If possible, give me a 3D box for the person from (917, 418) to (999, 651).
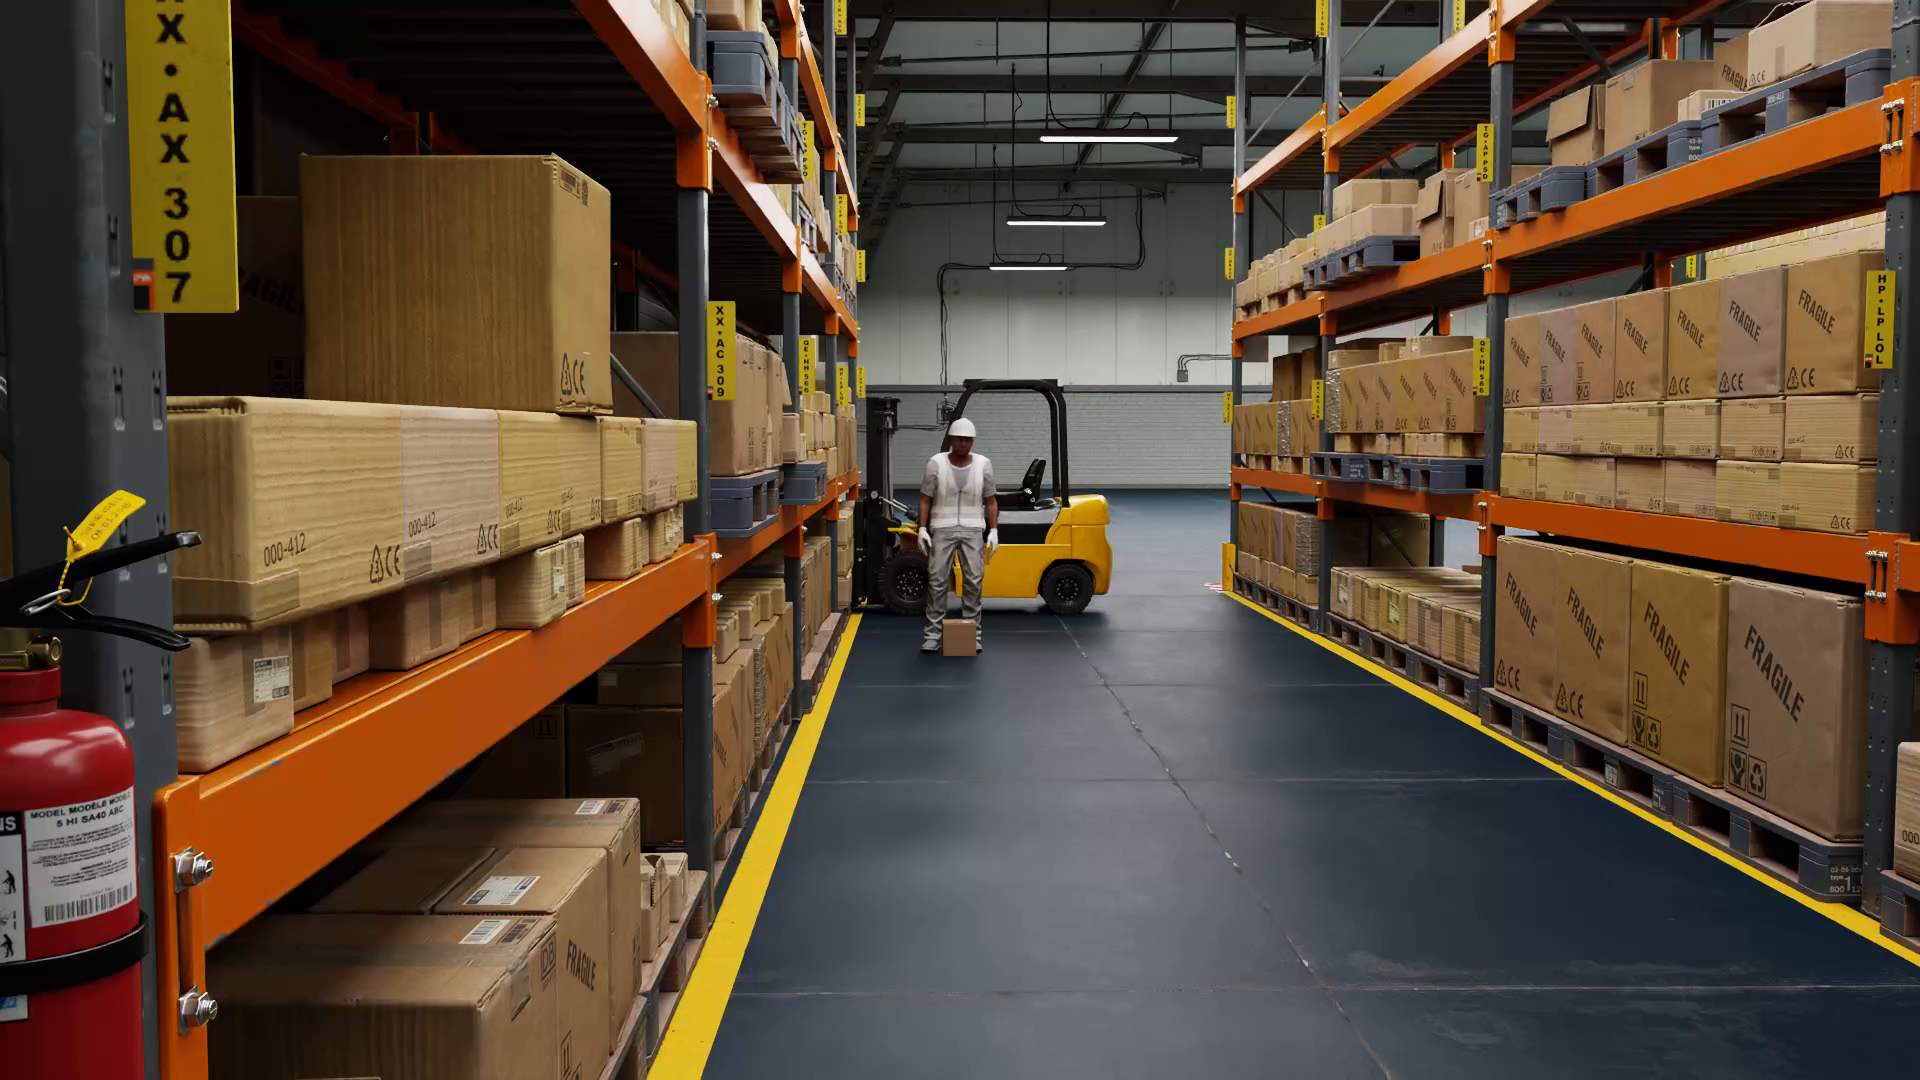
[{"bbox_3d":[-0.014,-0.038,12.687,0.625,1.773,0.451,0,4,-5],"label":"person"}]
